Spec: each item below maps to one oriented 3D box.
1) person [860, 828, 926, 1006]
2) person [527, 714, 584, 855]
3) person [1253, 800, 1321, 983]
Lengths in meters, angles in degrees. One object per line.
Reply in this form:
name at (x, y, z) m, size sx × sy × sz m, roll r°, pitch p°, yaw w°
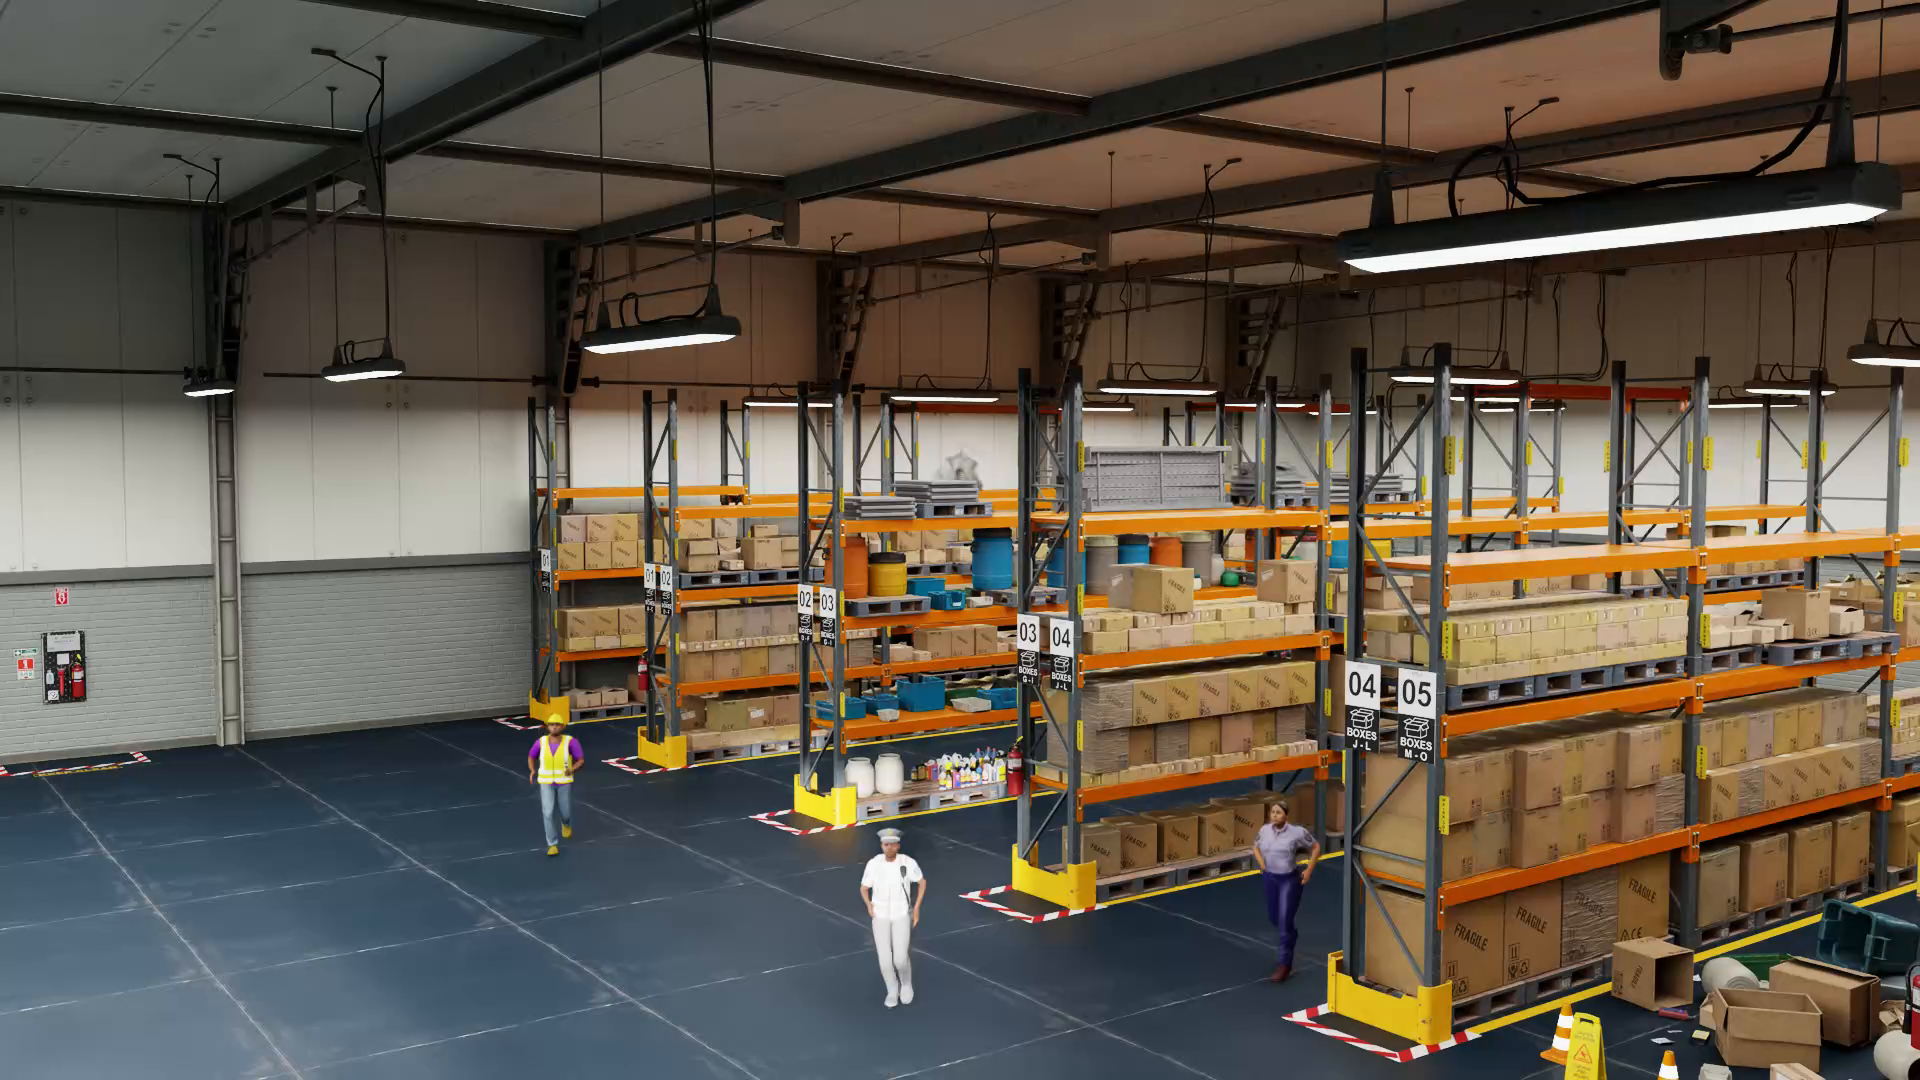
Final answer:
person at (-0.629, 3.434, 15.110) m, size 0.589 × 1.664 × 0.573 m, roll 0°, pitch 3°, yaw 7°
person at (-5.104, 3.061, 20.971) m, size 0.711 × 1.732 × 0.745 m, roll 0°, pitch 3°, yaw -8°
person at (3.155, 3.462, 16.270) m, size 0.641 × 1.469 × 0.909 m, roll 3°, pitch 4°, yaw 39°
